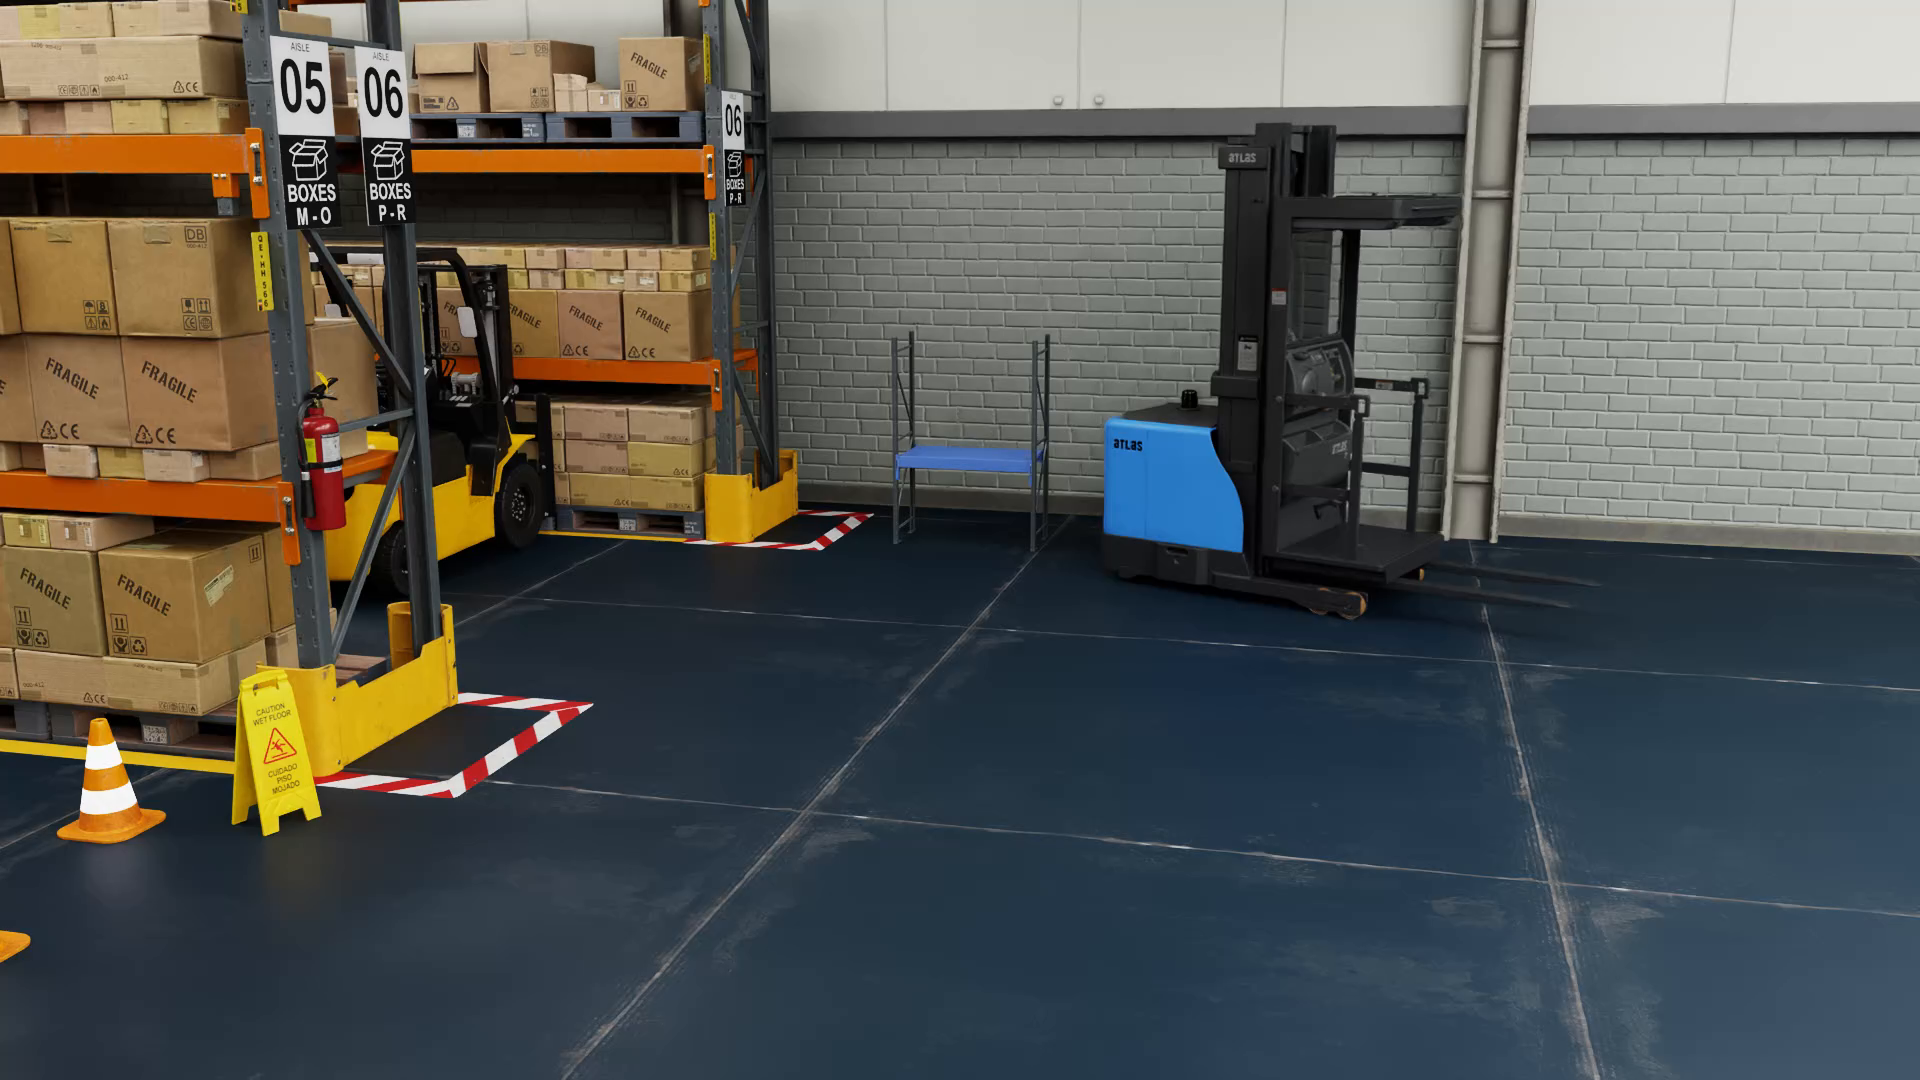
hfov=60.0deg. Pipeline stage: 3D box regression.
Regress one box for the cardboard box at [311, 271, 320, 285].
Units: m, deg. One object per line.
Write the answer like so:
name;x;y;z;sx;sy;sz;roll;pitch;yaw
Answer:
cardboard box;-4.984;-2.059;12.862;0.250;0.149;0.380;3;13;15

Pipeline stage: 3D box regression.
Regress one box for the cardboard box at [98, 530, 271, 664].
cardboard box;-3.625;0.257;7.796;0.500;0.500;0.500;3;13;14

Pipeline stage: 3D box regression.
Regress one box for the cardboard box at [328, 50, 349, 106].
cardboard box;-3.209;-2.146;7.714;0.500;0.250;0.500;3;13;13

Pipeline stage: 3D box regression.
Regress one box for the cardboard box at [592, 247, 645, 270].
cardboard box;-2.504;-2.070;12.225;0.250;0.149;0.380;3;13;15

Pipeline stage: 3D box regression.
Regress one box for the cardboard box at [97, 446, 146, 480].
cardboard box;-3.715;-0.387;7.631;0.250;0.149;0.380;3;13;13

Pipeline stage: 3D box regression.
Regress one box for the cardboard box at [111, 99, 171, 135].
cardboard box;-3.447;-1.835;7.233;0.250;0.149;0.380;3;13;14

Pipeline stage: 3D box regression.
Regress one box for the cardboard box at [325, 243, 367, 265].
cardboard box;-4.719;-2.205;12.830;0.250;0.149;0.380;3;13;12

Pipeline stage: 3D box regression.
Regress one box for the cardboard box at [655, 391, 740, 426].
cardboard box;-2.020;-0.987;12.826;0.500;0.250;0.500;3;13;13

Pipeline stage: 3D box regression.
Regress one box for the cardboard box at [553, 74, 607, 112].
cardboard box;-2.722;-3.216;11.989;0.258;0.266;0.396;3;13;14

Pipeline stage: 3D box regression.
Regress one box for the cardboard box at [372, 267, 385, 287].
cardboard box;-4.248;-2.009;12.637;0.250;0.149;0.380;3;13;13

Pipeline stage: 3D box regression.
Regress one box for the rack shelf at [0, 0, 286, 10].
rack shelf;-7.424;-4.265;13.265;4.000;0.370;1.077;3;13;14

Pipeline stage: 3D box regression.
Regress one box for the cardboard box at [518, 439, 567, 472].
cardboard box;-3.137;-0.688;12.634;0.500;0.250;0.500;3;13;12

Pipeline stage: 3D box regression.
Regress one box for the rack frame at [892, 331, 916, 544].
rack frame;-0.411;-0.754;12.170;0.032;1.500;0.500;3;13;14

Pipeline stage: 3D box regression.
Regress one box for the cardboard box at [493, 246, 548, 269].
cardboard box;-3.260;-2.101;12.365;0.250;0.149;0.380;3;13;15

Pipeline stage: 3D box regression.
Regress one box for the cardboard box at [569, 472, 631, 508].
cardboard box;-2.611;-0.420;12.578;0.500;0.250;0.500;3;13;14

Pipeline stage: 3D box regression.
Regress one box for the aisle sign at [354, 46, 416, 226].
aisle sign;-2.650;-1.858;7.682;0.004;0.787;0.394;3;13;14

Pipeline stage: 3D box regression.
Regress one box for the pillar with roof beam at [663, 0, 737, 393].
pillar with roof beam;-3.090;-3.820;8.677;0.400;9.000;9.100;3;13;14

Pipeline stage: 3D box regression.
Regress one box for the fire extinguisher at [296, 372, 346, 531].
fire extinguisher;-2.784;-0.387;7.230;0.183;0.674;0.296;3;13;14

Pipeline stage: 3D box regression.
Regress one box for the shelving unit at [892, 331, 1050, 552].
shelving unit;0.083;-0.728;12.051;1.048;1.500;0.538;3;13;14

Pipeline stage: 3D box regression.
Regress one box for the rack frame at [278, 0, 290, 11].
rack frame;-5.482;-4.708;12.676;0.127;3.000;1.000;3;13;14

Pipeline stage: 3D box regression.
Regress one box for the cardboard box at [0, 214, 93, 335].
cardboard box;-4.342;-1.223;7.593;0.500;0.500;0.700;3;13;13

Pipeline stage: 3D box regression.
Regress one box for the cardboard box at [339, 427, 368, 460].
cardboard box;-3.065;-0.466;7.988;0.250;0.149;0.380;3;13;14

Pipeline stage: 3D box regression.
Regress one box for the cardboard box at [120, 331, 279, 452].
cardboard box;-3.377;-0.691;7.507;0.500;0.500;0.500;3;13;13

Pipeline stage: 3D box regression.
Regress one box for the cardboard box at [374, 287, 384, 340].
cardboard box;-4.112;-1.700;12.740;0.500;0.500;0.500;3;13;13

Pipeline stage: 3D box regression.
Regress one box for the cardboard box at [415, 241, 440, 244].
cardboard box;-4.348;-2.304;13.278;0.250;0.149;0.380;3;13;12

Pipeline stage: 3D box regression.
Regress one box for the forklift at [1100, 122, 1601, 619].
forklift;2.432;-1.080;10.334;3.031;2.935;1.130;9;15;34

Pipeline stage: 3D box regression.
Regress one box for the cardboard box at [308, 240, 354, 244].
cardboard box;-5.100;-2.336;13.424;0.250;0.149;0.380;3;13;14

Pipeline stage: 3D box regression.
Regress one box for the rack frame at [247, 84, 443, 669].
rack frame;-2.784;-0.527;7.685;0.127;3.000;1.000;3;13;14

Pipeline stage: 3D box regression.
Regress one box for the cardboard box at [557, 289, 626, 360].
cardboard box;-2.641;-1.619;12.376;0.500;0.500;0.500;3;13;15

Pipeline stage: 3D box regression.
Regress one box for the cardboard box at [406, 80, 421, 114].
cardboard box;-4.114;-3.291;12.324;0.258;0.266;0.396;3;13;12

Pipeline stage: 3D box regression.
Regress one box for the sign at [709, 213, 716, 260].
sign;-1.742;-2.139;11.728;0.005;0.325;0.100;3;13;14

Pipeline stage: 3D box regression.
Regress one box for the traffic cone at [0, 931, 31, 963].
traffic cone;-3.447;1.211;5.706;0.334;0.463;0.336;3;13;14

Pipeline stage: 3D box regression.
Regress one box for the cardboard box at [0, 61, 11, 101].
cardboard box;-4.339;-2.086;7.444;0.500;0.250;0.500;3;13;15

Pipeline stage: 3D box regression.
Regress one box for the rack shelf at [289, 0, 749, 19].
rack shelf;-3.540;-4.057;12.330;4.000;0.370;1.077;3;13;14

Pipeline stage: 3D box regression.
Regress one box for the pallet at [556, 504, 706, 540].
pallet;-2.351;-0.241;12.832;1.213;0.211;1.003;3;13;14

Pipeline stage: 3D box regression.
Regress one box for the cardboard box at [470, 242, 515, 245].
cardboard box;-3.626;-2.244;13.005;0.250;0.149;0.380;3;13;15

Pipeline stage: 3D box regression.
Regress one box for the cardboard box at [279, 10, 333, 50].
cardboard box;-3.080;-2.320;7.577;0.250;0.149;0.380;3;13;13

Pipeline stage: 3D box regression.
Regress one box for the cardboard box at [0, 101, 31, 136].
cardboard box;-4.180;-1.886;7.463;0.250;0.149;0.380;3;13;13

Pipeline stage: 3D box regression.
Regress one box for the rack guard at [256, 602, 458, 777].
rack guard;-2.858;0.689;7.973;0.348;0.500;1.175;3;13;14

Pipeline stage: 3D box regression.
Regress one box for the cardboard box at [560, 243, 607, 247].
cardboard box;-2.878;-2.200;12.810;0.250;0.149;0.380;3;13;15

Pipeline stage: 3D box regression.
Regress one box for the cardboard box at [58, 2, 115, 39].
cardboard box;-3.677;-2.245;7.239;0.250;0.149;0.380;3;13;13

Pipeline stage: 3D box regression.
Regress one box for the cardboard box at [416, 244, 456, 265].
cardboard box;-3.974;-2.160;12.631;0.250;0.149;0.380;3;13;13

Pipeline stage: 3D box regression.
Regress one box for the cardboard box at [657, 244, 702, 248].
cardboard box;-2.117;-2.171;12.680;0.250;0.149;0.380;4;13;15

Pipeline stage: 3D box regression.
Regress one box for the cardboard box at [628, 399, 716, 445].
cardboard box;-2.120;-0.880;12.346;0.500;0.250;0.500;4;13;15

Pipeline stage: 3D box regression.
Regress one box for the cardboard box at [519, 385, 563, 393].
cardboard box;-3.485;-1.068;13.193;0.500;0.250;0.500;3;13;12

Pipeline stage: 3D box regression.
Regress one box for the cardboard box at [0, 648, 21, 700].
cardboard box;-4.644;0.570;8.117;0.500;0.250;0.500;3;13;12

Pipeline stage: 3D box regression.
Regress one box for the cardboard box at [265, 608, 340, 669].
cardboard box;-3.501;0.510;8.388;0.500;0.250;0.500;3;13;13

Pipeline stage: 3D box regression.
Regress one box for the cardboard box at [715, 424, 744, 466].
cardboard box;-2.005;-0.746;12.895;0.500;0.250;0.500;3;13;15

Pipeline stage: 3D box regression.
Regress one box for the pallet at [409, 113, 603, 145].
pallet;-3.467;-3.097;12.548;1.213;0.211;1.003;3;13;14

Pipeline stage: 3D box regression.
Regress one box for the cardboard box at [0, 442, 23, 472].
cardboard box;-4.457;-0.431;7.829;0.250;0.149;0.380;3;13;13

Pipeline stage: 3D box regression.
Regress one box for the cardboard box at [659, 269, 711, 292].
cardboard box;-2.002;-1.896;12.125;0.250;0.149;0.380;3;13;14

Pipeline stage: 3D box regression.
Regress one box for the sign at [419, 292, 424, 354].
sign;-2.654;-1.064;8.105;0.005;0.325;0.100;3;13;14

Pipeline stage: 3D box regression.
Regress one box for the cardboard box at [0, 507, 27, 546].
cardboard box;-4.496;-0.092;7.873;0.250;0.149;0.380;4;13;16

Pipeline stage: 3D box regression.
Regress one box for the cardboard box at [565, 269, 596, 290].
cardboard box;-2.733;-1.944;12.344;0.250;0.149;0.380;3;13;13
